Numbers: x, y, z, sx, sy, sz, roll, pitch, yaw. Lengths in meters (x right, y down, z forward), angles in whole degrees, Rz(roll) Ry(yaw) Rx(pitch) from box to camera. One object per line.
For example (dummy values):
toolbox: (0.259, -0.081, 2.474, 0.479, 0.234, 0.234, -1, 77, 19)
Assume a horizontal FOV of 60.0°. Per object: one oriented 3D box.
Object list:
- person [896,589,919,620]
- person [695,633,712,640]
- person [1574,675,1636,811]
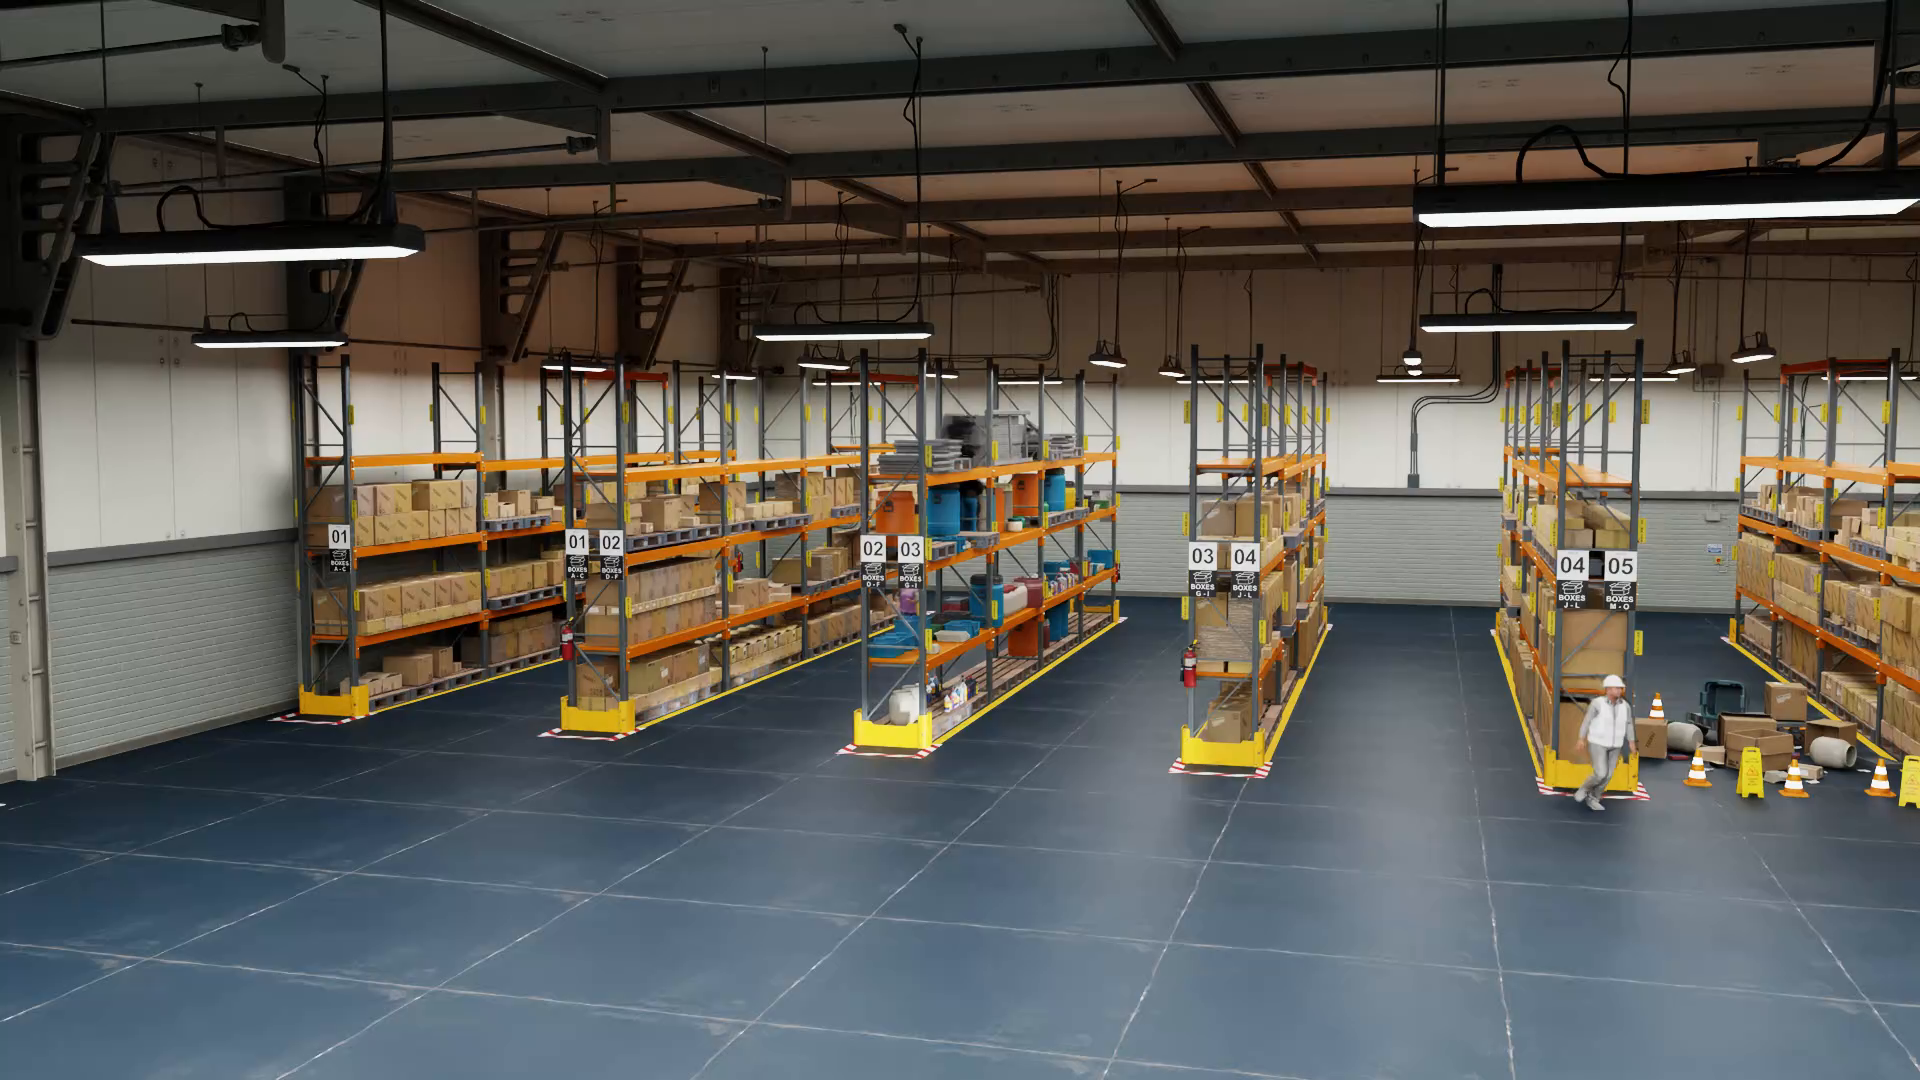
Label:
person: (-1.113, 1.544, 35.240, 0.538, 1.585, 0.887, 0, 4, 5)
person: (-5.763, 1.374, 37.350, 0.584, 1.725, 0.840, 0, 4, 5)
person: (8.149, 2.561, 20.981, 0.649, 1.748, 0.566, -1, 4, -11)
